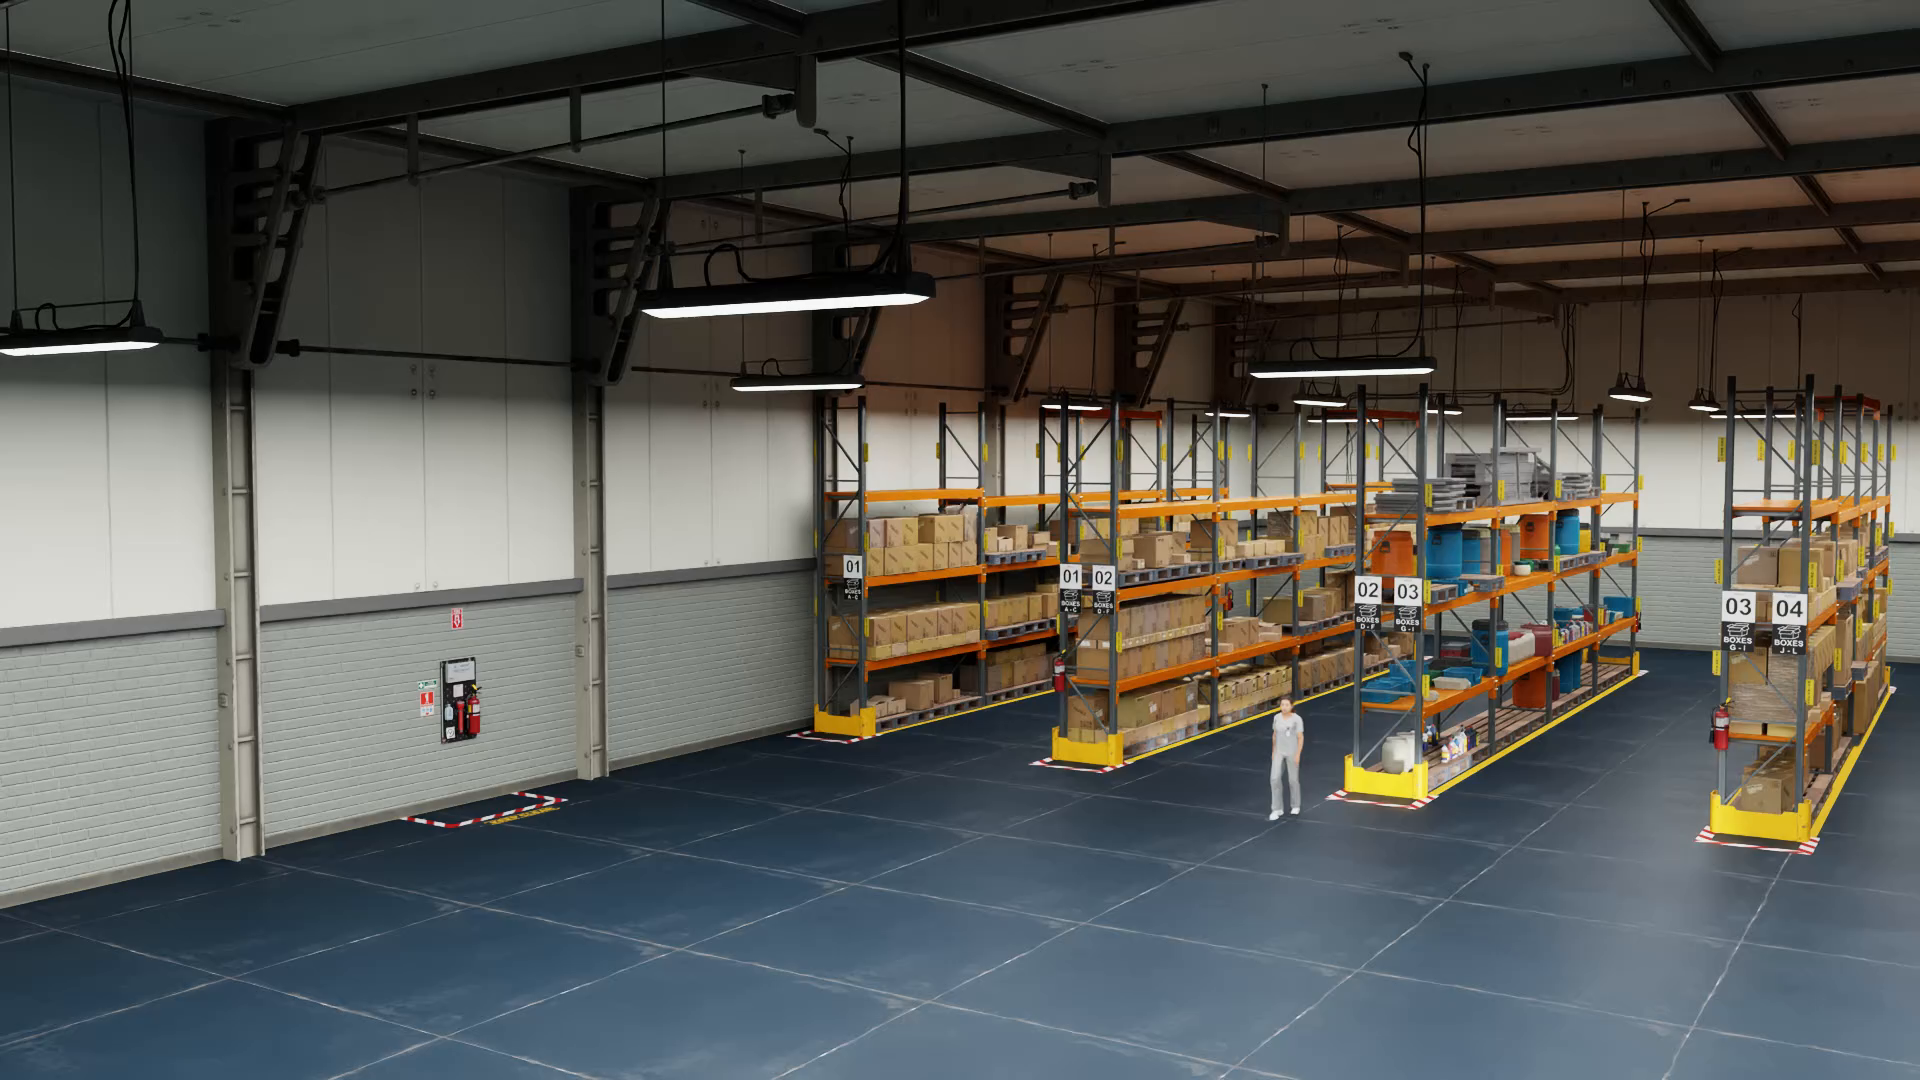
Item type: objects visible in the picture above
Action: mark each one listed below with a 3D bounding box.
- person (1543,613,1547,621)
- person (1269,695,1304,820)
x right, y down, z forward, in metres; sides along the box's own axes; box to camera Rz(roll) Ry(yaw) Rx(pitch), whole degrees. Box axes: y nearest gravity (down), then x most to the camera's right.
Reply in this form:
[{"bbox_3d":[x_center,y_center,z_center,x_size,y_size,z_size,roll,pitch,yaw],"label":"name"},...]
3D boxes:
[{"bbox_3d":[12.935,2.268,36.504,1.081,1.612,0.500,-2,4,-39],"label":"person"},{"bbox_3d":[4.493,2.976,22.877,0.498,1.702,0.639,2,4,35],"label":"person"}]
